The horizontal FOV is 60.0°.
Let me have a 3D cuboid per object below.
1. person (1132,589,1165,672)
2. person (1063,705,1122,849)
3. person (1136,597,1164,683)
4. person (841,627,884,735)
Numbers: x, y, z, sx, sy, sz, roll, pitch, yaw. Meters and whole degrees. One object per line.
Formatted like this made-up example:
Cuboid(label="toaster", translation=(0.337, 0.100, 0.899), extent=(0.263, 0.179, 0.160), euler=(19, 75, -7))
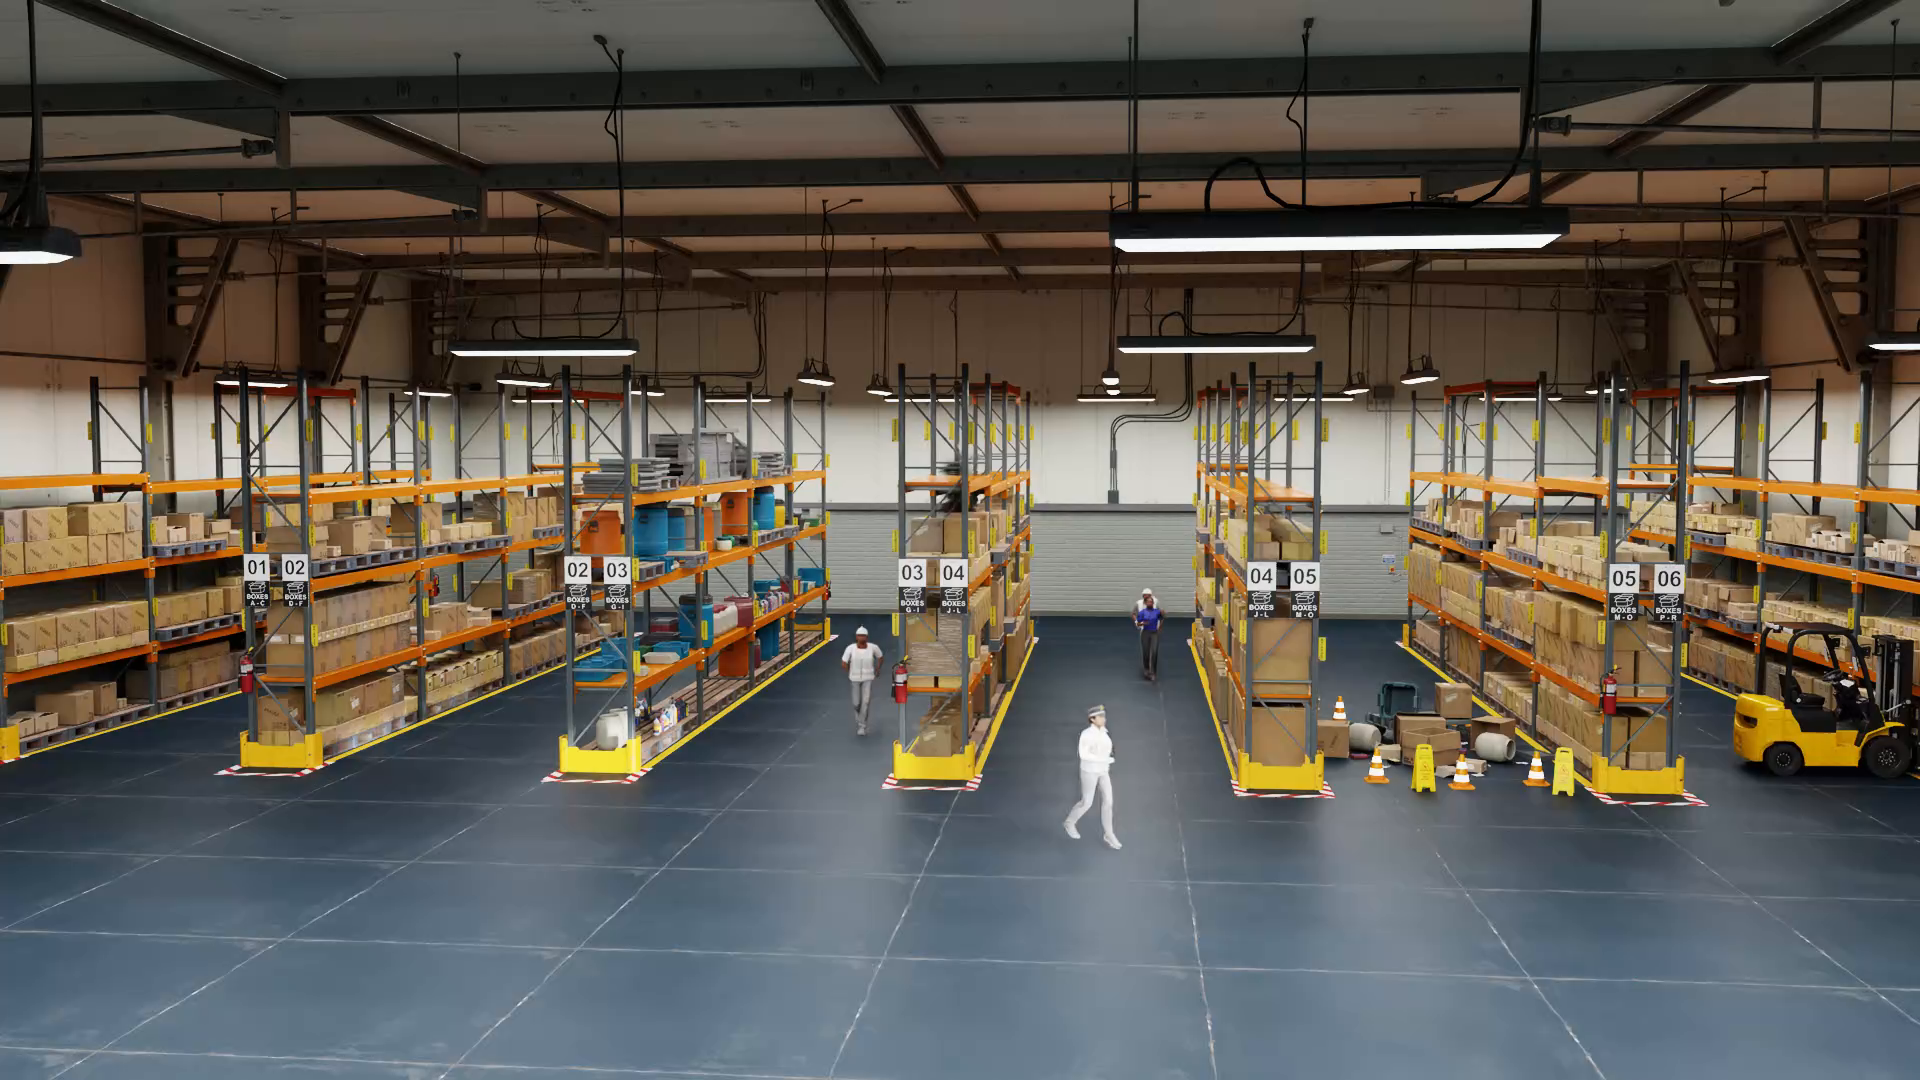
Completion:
Cuboid(label="person", translation=(3.995, 1.890, 35.326), extent=(0.696, 1.759, 0.872), euler=(0, 4, 3))
Cuboid(label="person", translation=(1.627, 2.857, 20.269), extent=(0.805, 1.737, 0.629), euler=(4, 5, 44))
Cuboid(label="person", translation=(3.860, 1.998, 33.776), extent=(0.566, 1.701, 0.772), euler=(0, 4, 5))
Cuboid(label="person", translation=(-1.636, 2.335, 27.804), extent=(0.699, 1.751, 0.923), euler=(0, 4, 0))
